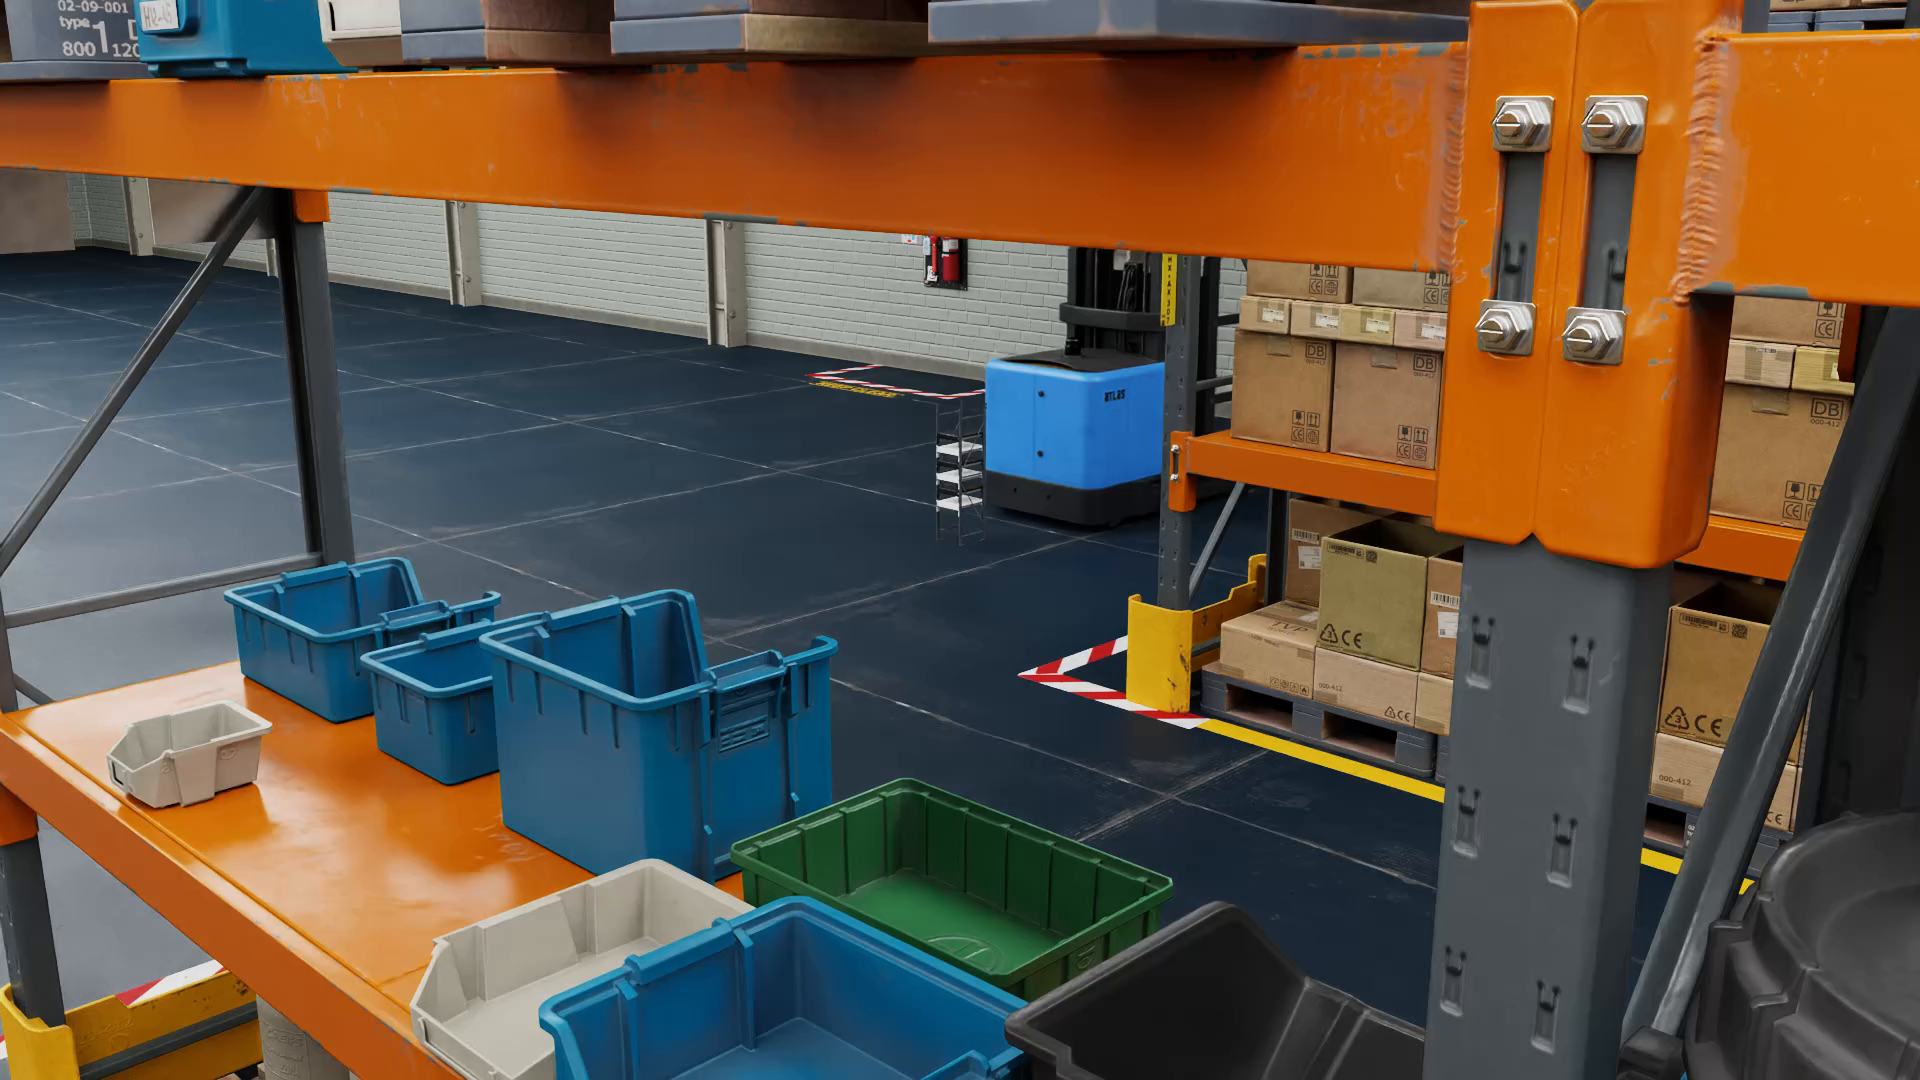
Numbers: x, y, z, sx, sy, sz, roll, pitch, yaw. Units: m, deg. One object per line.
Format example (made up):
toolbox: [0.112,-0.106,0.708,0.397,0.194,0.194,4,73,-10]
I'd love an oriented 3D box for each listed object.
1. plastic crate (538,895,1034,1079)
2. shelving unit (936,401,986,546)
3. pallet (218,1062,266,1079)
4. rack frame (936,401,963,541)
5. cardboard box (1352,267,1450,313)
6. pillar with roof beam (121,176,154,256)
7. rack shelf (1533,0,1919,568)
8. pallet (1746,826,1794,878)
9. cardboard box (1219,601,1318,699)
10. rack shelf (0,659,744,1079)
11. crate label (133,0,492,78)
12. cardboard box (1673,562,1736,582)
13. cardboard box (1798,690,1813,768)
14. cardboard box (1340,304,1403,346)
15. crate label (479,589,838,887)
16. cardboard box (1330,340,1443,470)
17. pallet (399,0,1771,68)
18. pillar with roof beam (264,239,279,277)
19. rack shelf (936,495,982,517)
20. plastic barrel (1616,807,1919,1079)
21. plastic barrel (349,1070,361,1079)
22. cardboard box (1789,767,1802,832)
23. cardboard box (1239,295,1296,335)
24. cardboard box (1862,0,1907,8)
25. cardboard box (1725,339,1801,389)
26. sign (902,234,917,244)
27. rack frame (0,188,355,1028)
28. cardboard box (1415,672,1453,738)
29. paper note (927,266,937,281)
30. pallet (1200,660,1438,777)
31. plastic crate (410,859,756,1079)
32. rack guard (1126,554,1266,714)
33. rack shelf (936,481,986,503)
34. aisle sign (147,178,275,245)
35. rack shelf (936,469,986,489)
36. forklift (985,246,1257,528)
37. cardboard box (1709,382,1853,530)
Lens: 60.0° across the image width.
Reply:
plastic crate: [-0.227,0.765,2.341,0.616,0.251,0.499,14,20,42]
shelving unit: [0.006,-0.434,10.813,0.210,0.900,0.258,14,20,42]
pallet: [-1.453,1.635,4.239,1.213,0.211,1.003,14,20,42]
rack frame: [-0.067,-0.452,10.881,0.006,0.900,0.240,14,20,42]
cardboard box: [2.067,-1.253,7.020,0.500,0.500,0.700,13,19,41]
pillar with roof beam: [-18.725,-9.067,27.884,0.400,9.000,9.100,14,20,42]
rack shelf: [2.198,0.084,0.138,4.000,0.370,1.077,14,20,42]
pallet: [3.656,1.142,6.131,1.213,0.211,1.003,14,20,42]
cardboard box: [1.551,0.501,7.682,0.500,0.250,0.500,14,20,42]
rack shelf: [-0.682,0.836,3.203,4.000,0.370,1.077,14,20,42]
crate label: [-1.003,-0.854,2.608,0.408,0.251,0.502,14,20,42]
cardboard box: [3.001,0.304,6.951,0.500,0.500,0.500,14,20,42]
cardboard box: [3.362,0.573,5.919,0.500,0.500,0.500,14,20,42]
cardboard box: [1.823,-0.926,7.051,0.250,0.149,0.380,14,20,42]
crate label: [-0.609,0.393,3.403,0.616,0.435,0.502,14,20,42]
cardboard box: [2.028,-0.634,7.219,0.700,0.500,0.500,-14,20,-43]
pallet: [0.171,-0.631,1.831,1.003,0.211,1.213,14,20,42]
pillar with roof beam: [-14.406,-8.017,23.854,0.400,9.000,9.100,14,20,42]
rack shelf: [0.006,-0.228,10.867,0.200,0.077,0.258,14,20,42]
plastic barrel: [0.826,0.718,1.235,0.708,0.901,0.600,14,20,42]
plastic barrel: [-1.234,1.327,3.990,0.421,0.512,0.421,0,15,0]
cardboard box: [3.360,0.936,6.012,0.500,0.250,0.500,14,20,42]
cardboard box: [1.452,-1.015,7.395,0.250,0.149,0.380,13,20,42]
cardboard box: [3.141,-1.823,5.419,0.250,0.149,0.380,14,20,42]
cardboard box: [2.941,-0.654,6.009,0.380,0.149,0.250,-14,20,-43]
sign: [-0.539,-3.317,17.644,0.234,0.329,0.001,14,20,42]
rack frame: [-2.121,0.138,4.455,0.127,3.000,1.000,14,20,42]
cardboard box: [2.273,0.675,7.012,0.500,0.250,0.500,14,20,42]
paper note: [-0.292,-2.802,17.484,0.142,0.148,0.016,14,20,42]
pallet: [1.899,0.715,7.770,1.213,0.211,1.003,14,20,42]
plastic crate: [-0.587,0.727,2.716,0.437,0.136,0.530,14,20,42]
rack guard: [1.302,0.445,8.235,0.348,0.500,1.175,14,20,42]
rack shelf: [0.006,-0.315,10.844,0.200,0.077,0.258,14,20,42]
aisle sign: [-1.967,-1.187,4.383,0.004,0.787,0.394,14,20,42]
rack shelf: [0.006,-0.402,10.822,0.200,0.077,0.258,14,20,42]
forklift: [1.547,-1.800,12.026,1.130,2.935,3.031,14,20,42]
cardboard box: [3.132,-0.365,6.187,0.500,0.500,0.700,14,20,43]
